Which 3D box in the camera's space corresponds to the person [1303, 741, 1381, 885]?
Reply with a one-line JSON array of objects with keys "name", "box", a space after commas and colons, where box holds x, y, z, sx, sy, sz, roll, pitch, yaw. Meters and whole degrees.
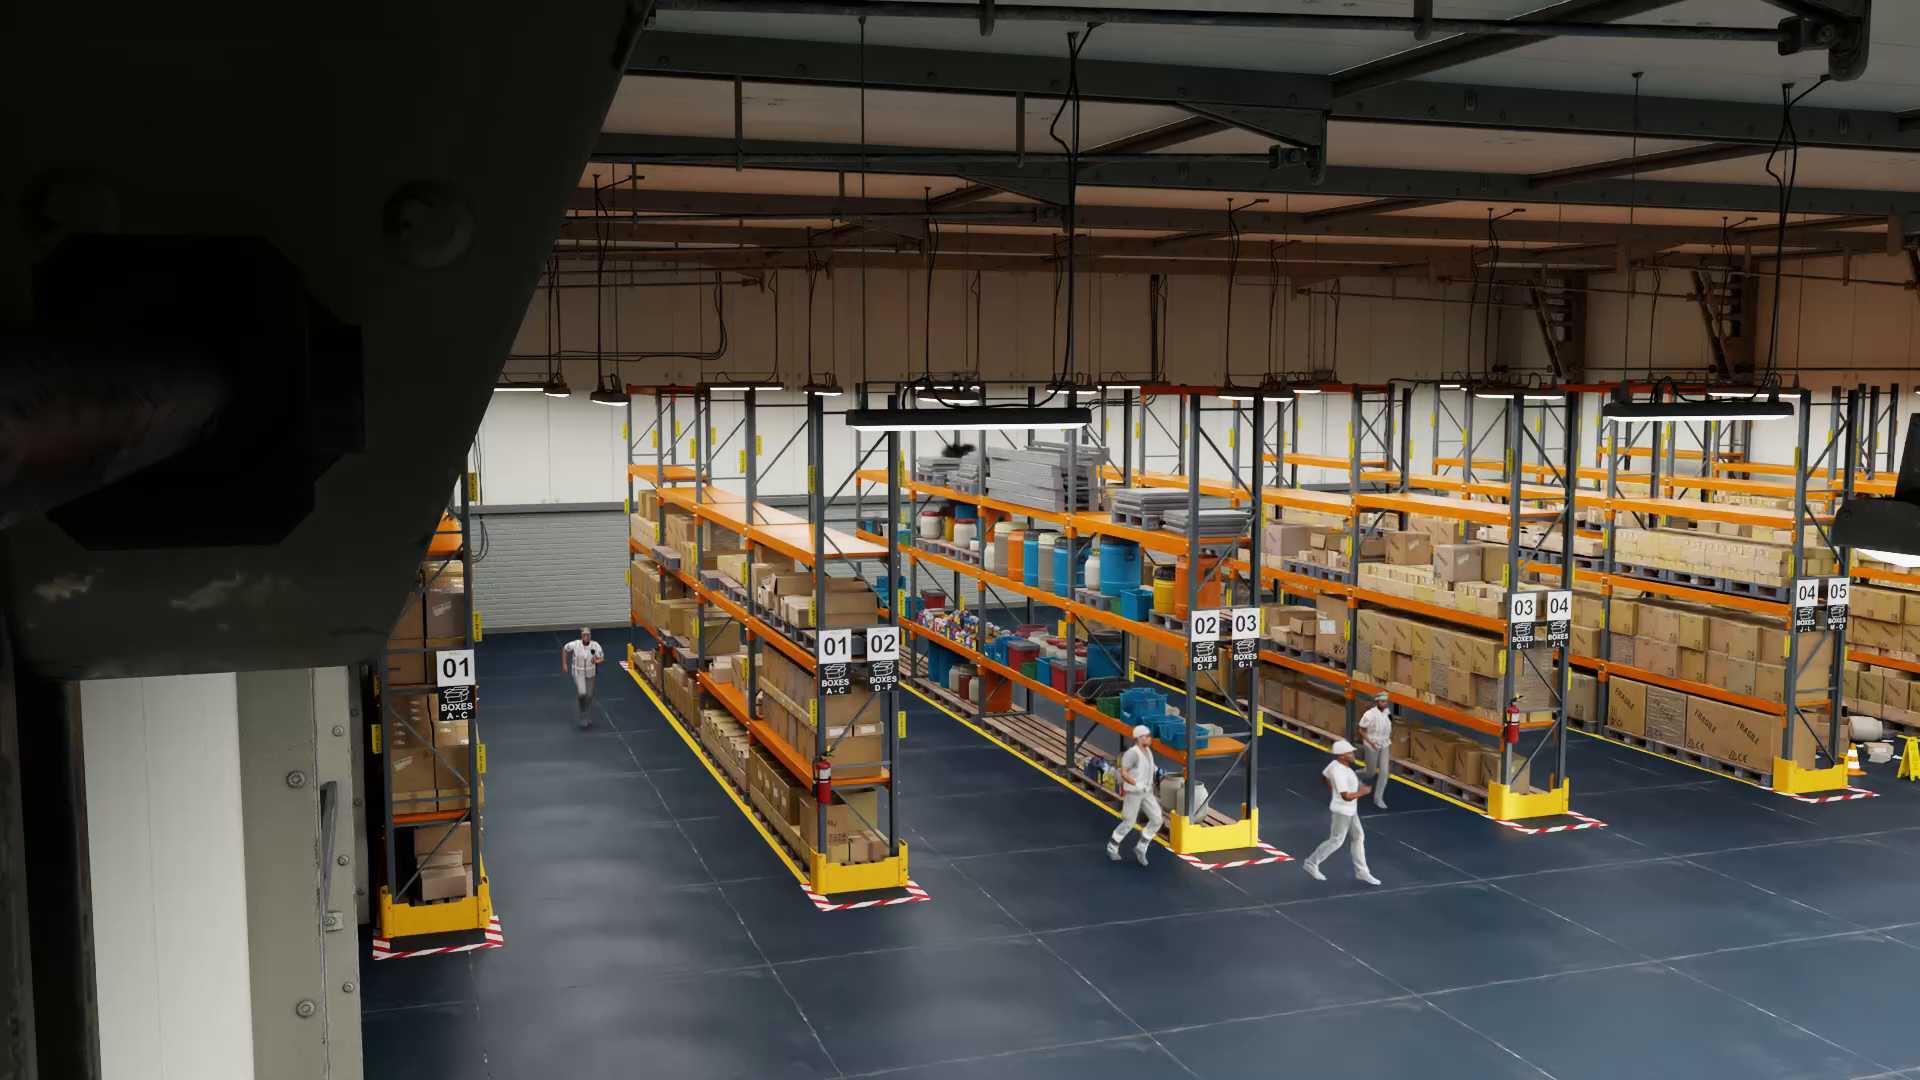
[{"name": "person", "box": [4.690, 3.329, 20.335, 0.933, 1.779, 0.690, 2, 6, 16]}]

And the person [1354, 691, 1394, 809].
[{"name": "person", "box": [6.065, 3.011, 24.287, 0.600, 1.683, 0.802, -2, 6, -22]}]

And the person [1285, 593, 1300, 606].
[{"name": "person", "box": [8.304, 1.240, 41.321, 0.484, 1.695, 0.742, 4, 7, 32]}]

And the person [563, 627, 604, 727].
[{"name": "person", "box": [-6.671, 2.421, 29.527, 0.690, 1.786, 0.847, -2, 6, -21]}]

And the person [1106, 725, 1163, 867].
[{"name": "person", "box": [2.303, 3.262, 21.348, 0.678, 1.780, 0.719, 6, 8, 44]}]
